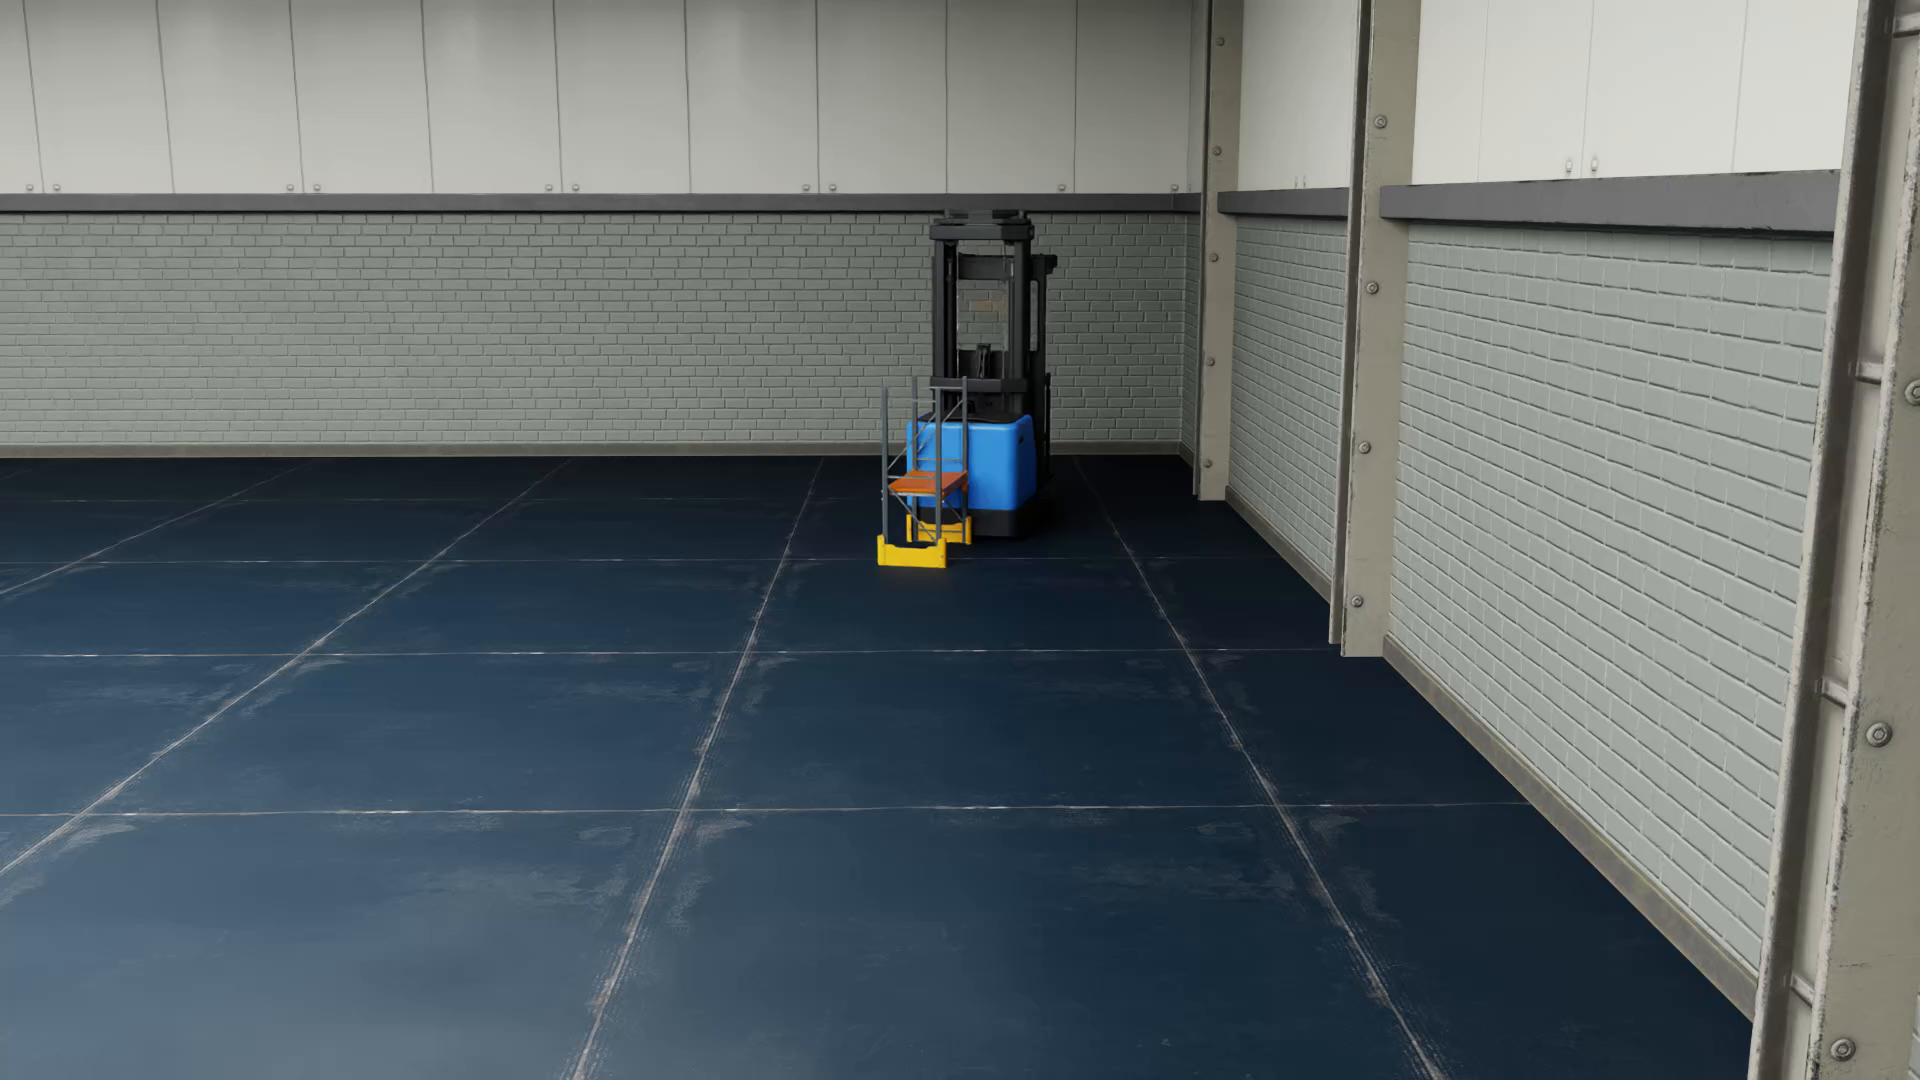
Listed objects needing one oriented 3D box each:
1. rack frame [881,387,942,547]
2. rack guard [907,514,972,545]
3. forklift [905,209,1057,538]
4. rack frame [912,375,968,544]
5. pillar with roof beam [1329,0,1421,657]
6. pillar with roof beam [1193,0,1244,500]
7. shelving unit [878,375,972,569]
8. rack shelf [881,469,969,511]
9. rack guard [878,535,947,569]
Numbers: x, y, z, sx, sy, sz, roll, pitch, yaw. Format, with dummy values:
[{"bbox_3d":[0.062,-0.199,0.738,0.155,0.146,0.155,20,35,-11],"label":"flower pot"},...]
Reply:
[{"bbox_3d":[-0.401,-0.515,13.828,0.500,1.500,0.032,3,12,12],"label":"rack frame"},{"bbox_3d":[-0.185,-0.097,14.906,0.587,0.250,0.087,3,12,12],"label":"rack guard"},{"bbox_3d":[0.326,-1.707,16.099,1.130,2.935,3.031,3,12,12],"label":"forklift"},{"bbox_3d":[-0.181,-0.713,14.801,0.500,1.500,0.032,3,12,12],"label":"rack frame"},{"bbox_3d":[-1.580,-3.647,10.405,9.100,9.000,0.400,0,11,-1],"label":"pillar with roof beam"},{"bbox_3d":[-1.704,-4.840,16.284,9.100,9.000,0.400,0,11,-1],"label":"pillar with roof beam"},{"bbox_3d":[-0.293,-0.612,14.306,0.587,1.500,1.083,3,12,12],"label":"shelving unit"},{"bbox_3d":[-0.291,-0.438,14.350,0.538,0.185,1.000,3,12,12],"label":"rack shelf"},{"bbox_3d":[-0.401,0.097,13.953,0.587,0.250,0.087,3,12,12],"label":"rack guard"}]
